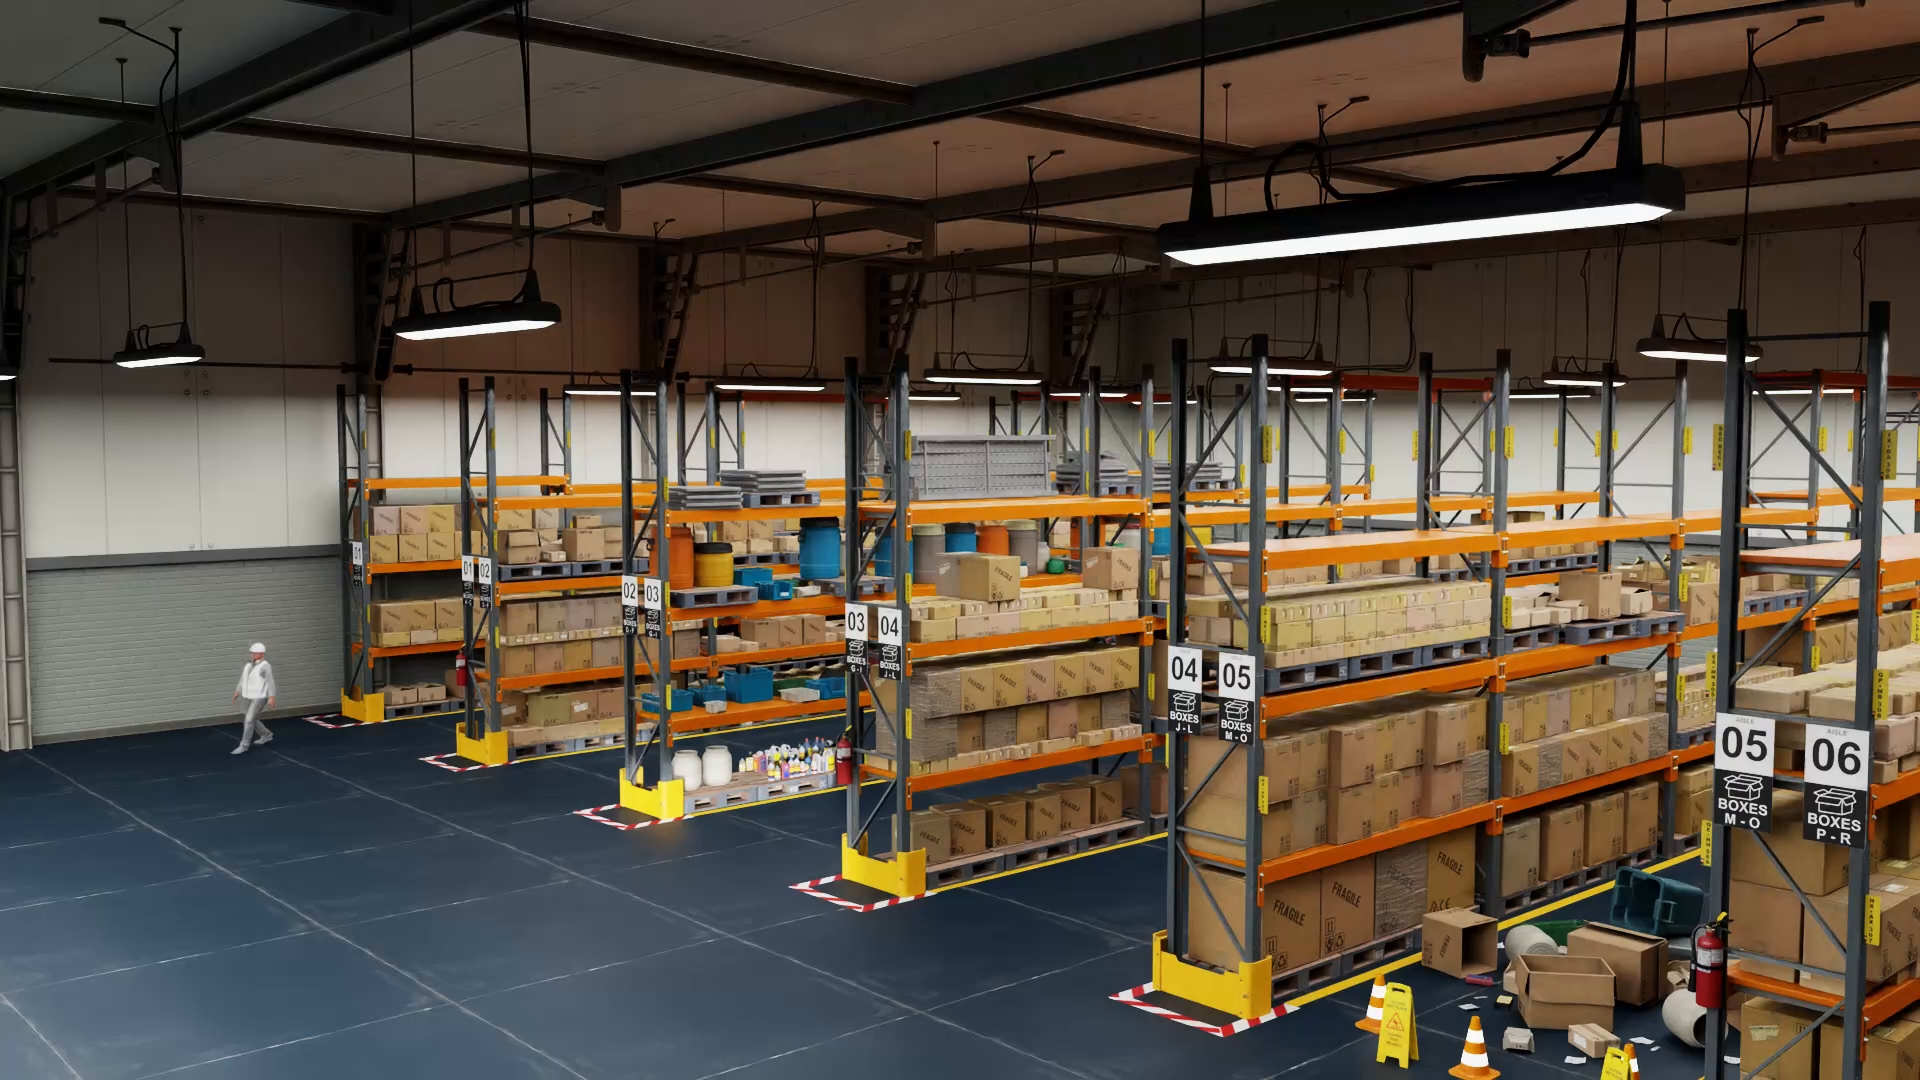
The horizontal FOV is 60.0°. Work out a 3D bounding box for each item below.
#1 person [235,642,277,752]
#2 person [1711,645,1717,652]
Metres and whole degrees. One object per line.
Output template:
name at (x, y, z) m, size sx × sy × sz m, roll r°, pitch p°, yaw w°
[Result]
person at (-11.390, 2.529, 26.912) m, size 0.608 × 1.759 × 0.567 m, roll 0°, pitch 4°, yaw 0°
person at (13.305, 2.460, 28.902) m, size 0.558 × 1.729 × 0.395 m, roll 0°, pitch 4°, yaw -1°
